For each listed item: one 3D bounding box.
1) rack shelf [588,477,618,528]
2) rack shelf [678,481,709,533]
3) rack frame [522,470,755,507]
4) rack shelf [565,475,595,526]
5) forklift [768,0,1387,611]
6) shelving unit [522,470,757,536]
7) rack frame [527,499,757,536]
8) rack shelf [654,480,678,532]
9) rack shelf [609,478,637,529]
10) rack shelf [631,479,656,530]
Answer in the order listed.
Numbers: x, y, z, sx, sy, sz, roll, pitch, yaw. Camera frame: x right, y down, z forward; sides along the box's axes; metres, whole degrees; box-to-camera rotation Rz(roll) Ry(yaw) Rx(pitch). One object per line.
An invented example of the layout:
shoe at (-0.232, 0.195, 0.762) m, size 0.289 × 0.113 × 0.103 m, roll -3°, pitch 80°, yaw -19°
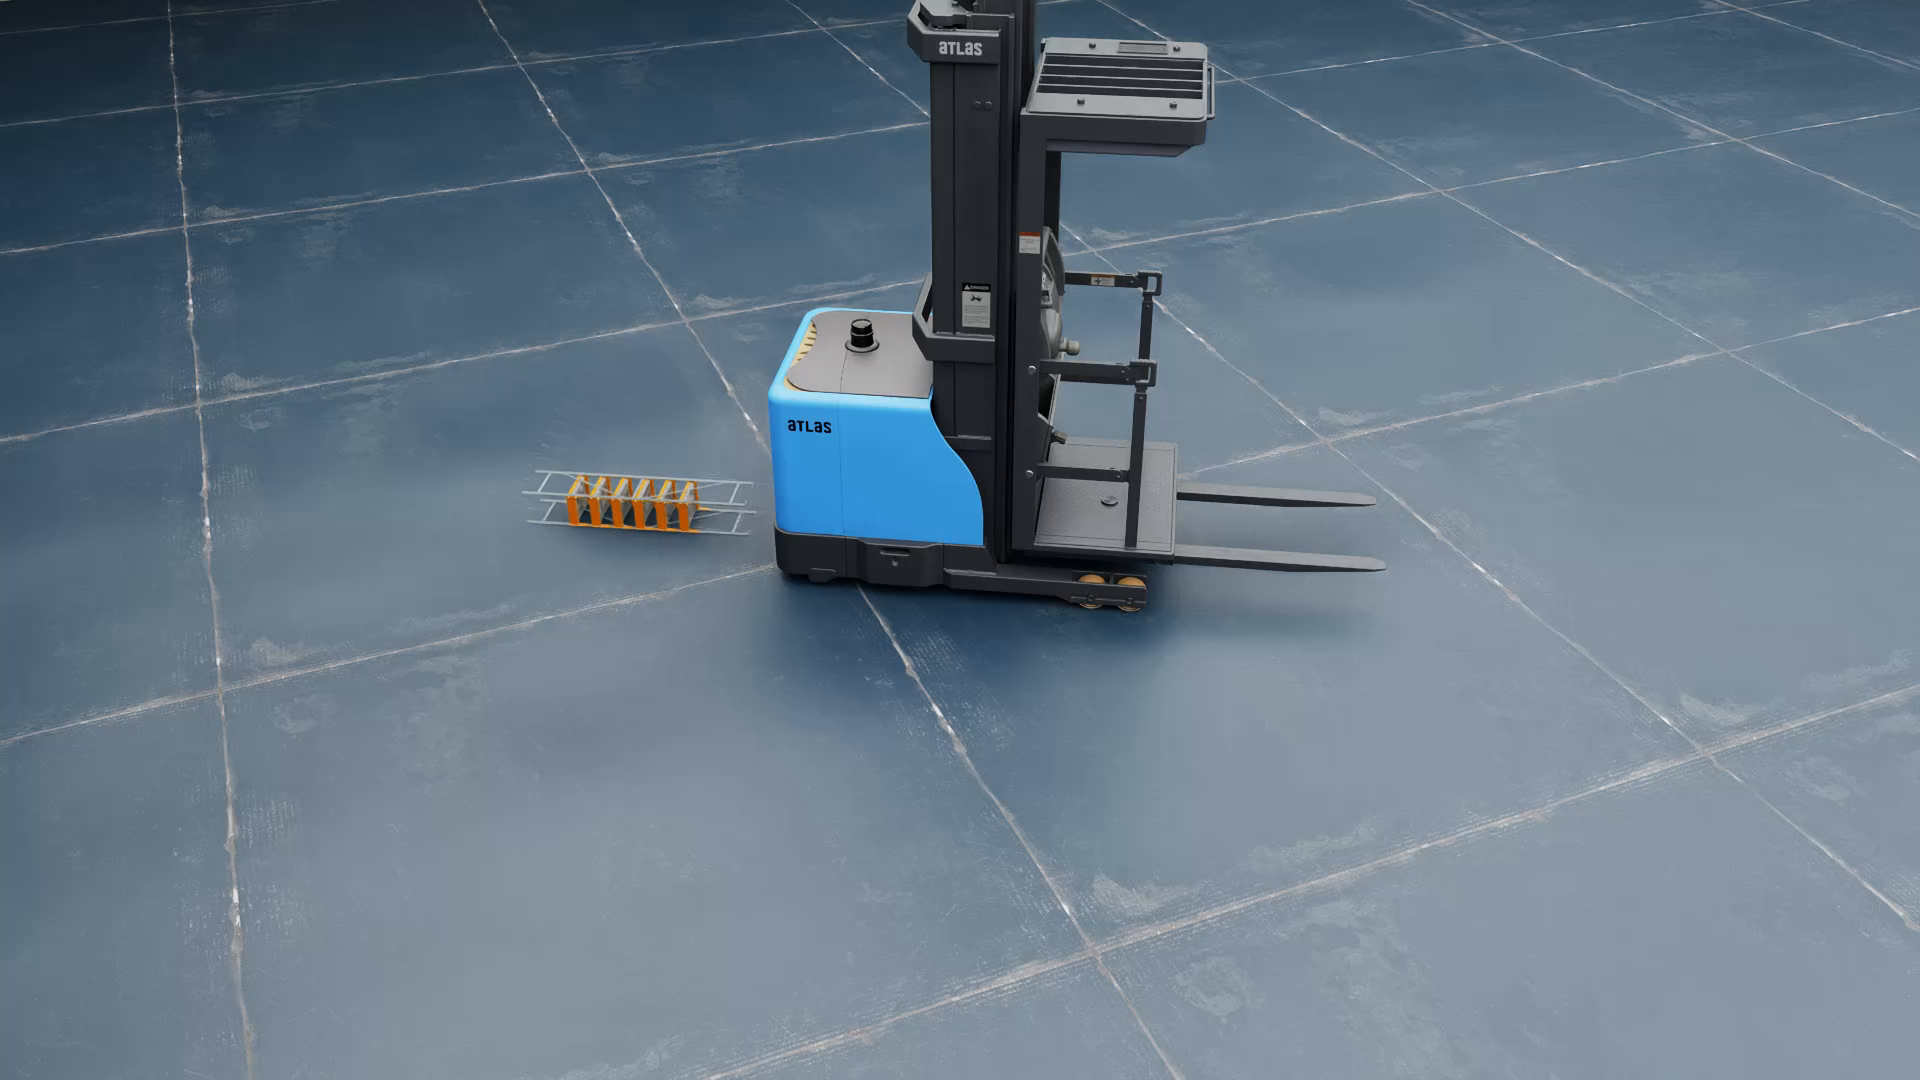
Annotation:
rack shelf at (-1.900, -0.211, 8.896) m, size 0.103 × 0.180 × 0.258 m, roll 3°, pitch 33°, yaw 5°
rack shelf at (-1.422, -0.183, 8.853) m, size 0.103 × 0.180 × 0.258 m, roll 3°, pitch 33°, yaw 5°
rack frame at (-1.705, -0.276, 8.829) m, size 1.200 × 0.006 × 0.240 m, roll 3°, pitch 33°, yaw 5°
rack shelf at (-2.019, -0.217, 8.907) m, size 0.103 × 0.180 × 0.258 m, roll 3°, pitch 33°, yaw 5°
forklift at (0.625, -1.185, 7.884) m, size 3.031 × 2.935 × 1.130 m, roll 4°, pitch 33°, yaw 6°
shelving unit at (-1.705, -0.199, 8.879) m, size 1.200 × 0.189 × 0.258 m, roll 3°, pitch 33°, yaw 5°
rack frame at (-1.705, -0.122, 8.928) m, size 1.200 × 0.006 × 0.240 m, roll 3°, pitch 33°, yaw 5°
rack shelf at (-1.542, -0.190, 8.864) m, size 0.103 × 0.180 × 0.258 m, roll 3°, pitch 33°, yaw 5°
rack shelf at (-1.780, -0.204, 8.885) m, size 0.103 × 0.180 × 0.258 m, roll 3°, pitch 33°, yaw 5°
rack shelf at (-1.661, -0.197, 8.875) m, size 0.103 × 0.180 × 0.258 m, roll 3°, pitch 33°, yaw 5°
